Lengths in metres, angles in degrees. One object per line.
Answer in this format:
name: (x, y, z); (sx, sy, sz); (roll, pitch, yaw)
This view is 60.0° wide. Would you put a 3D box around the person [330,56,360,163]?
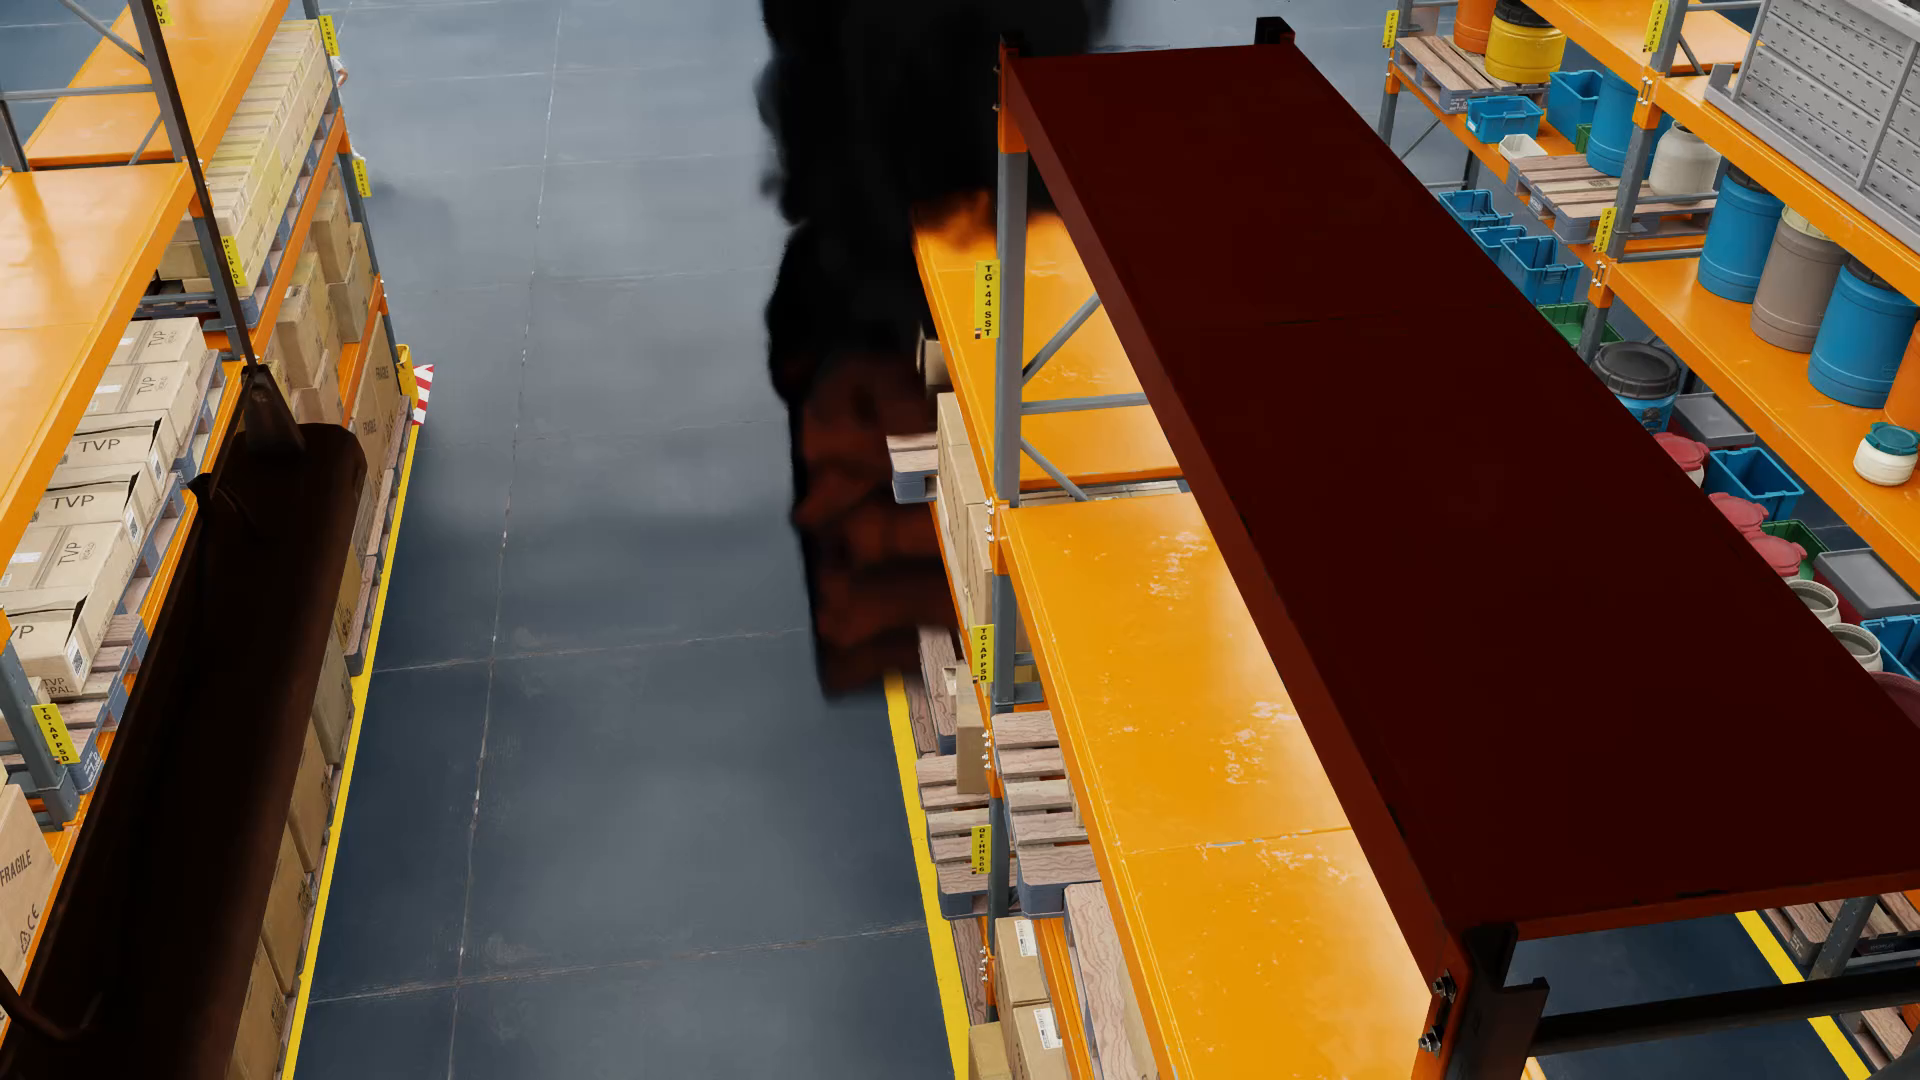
person: (-7.130, -4.869, 18.699); (0.879, 1.669, 0.567); (20, 41, 25)
